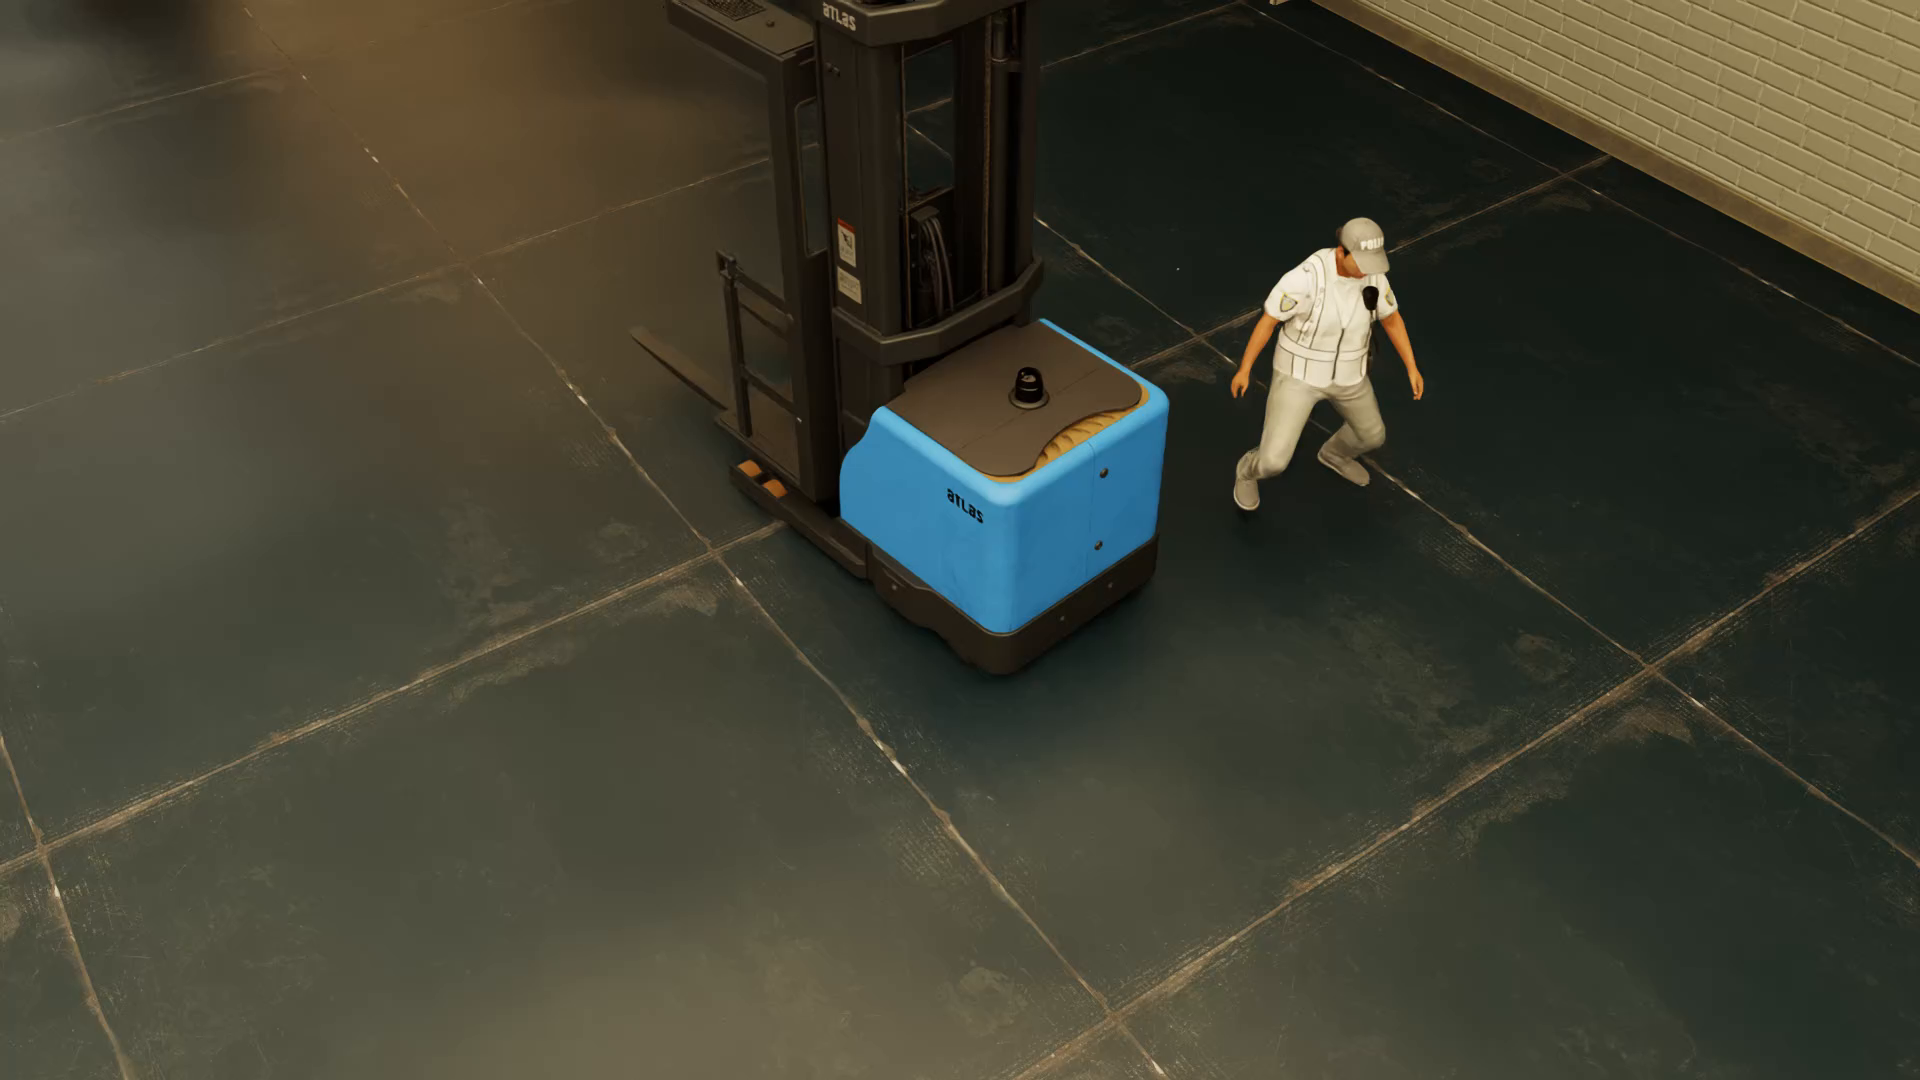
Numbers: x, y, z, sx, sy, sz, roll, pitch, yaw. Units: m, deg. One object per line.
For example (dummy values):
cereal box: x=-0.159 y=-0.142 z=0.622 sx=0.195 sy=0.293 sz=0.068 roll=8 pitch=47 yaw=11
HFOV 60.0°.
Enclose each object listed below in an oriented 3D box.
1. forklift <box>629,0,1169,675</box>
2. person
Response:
forklift: x=-0.471 y=-1.412 z=7.248 sx=1.130 sy=2.935 sz=3.031 roll=-32 pitch=51 yaw=-30
person: x=1.669 y=-0.771 z=7.585 sx=0.865 sy=1.568 sz=0.590 roll=-6 pitch=43 yaw=-7
